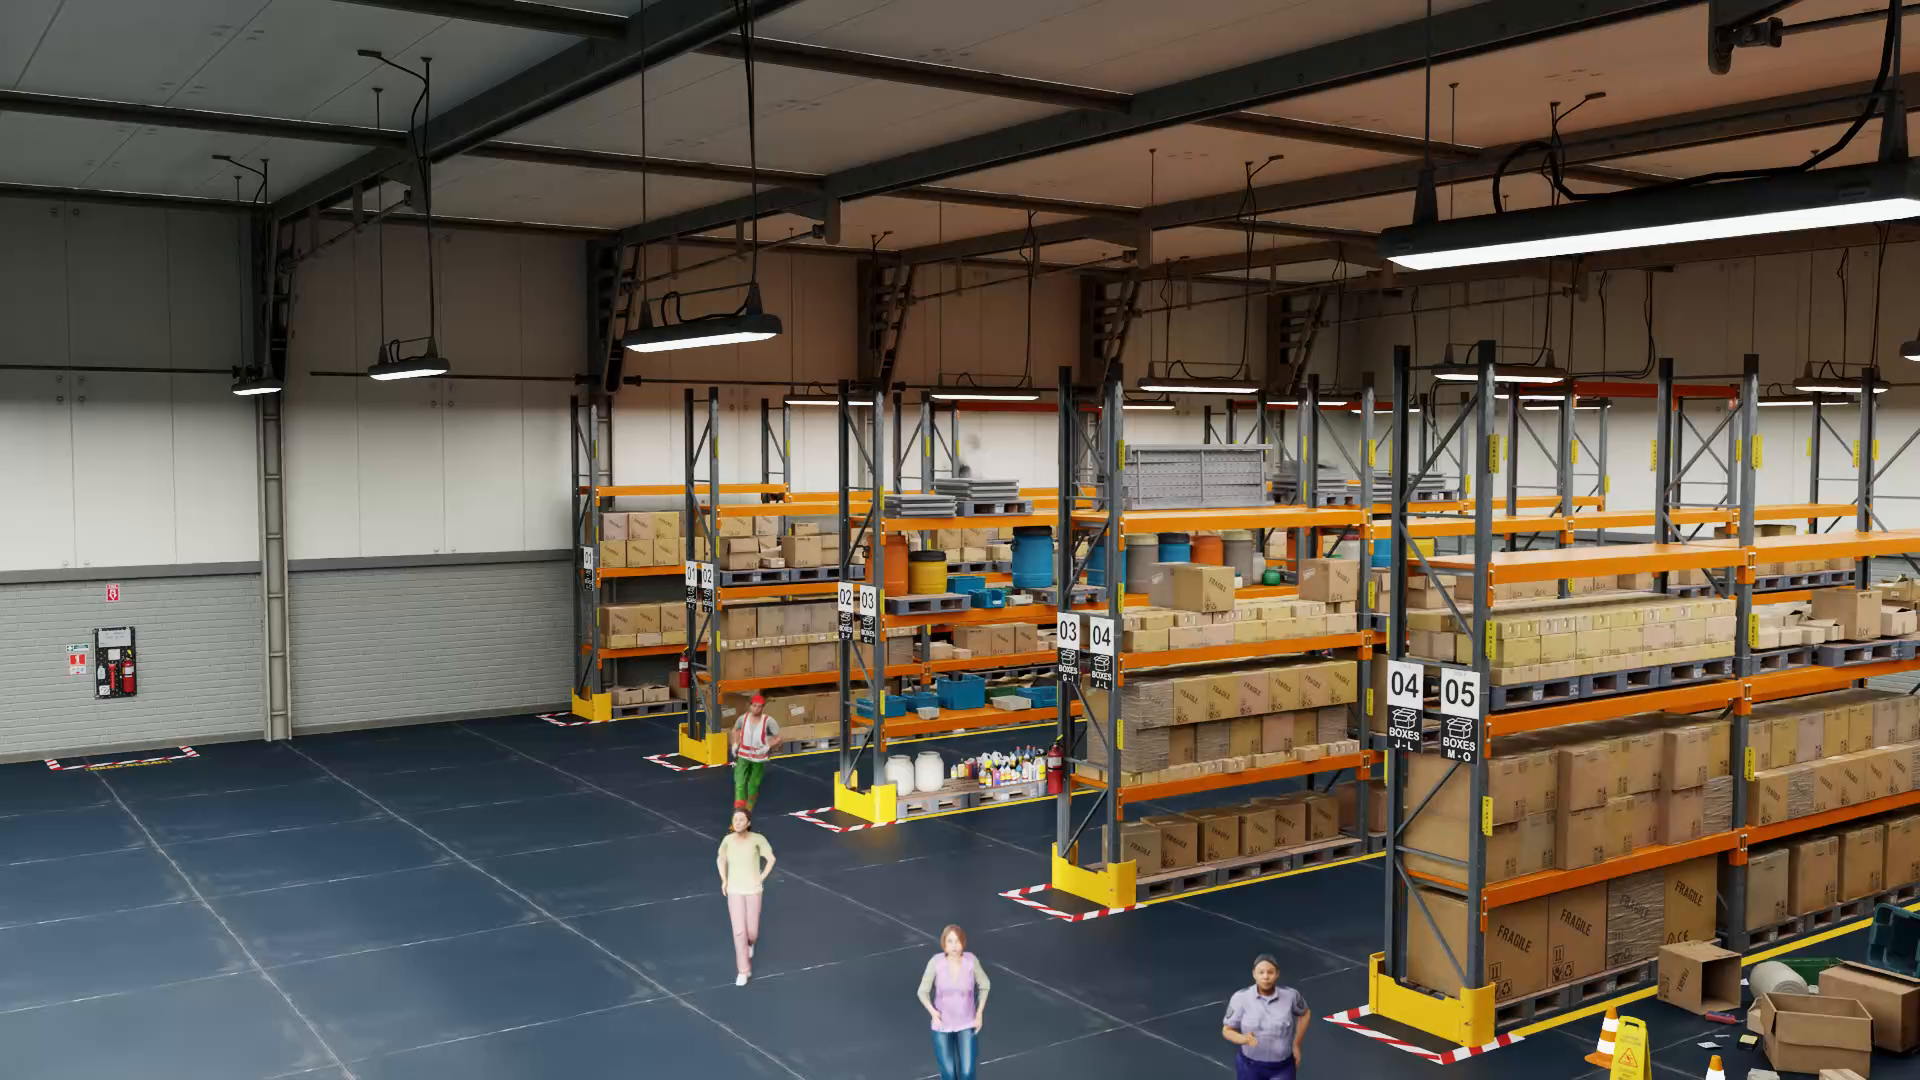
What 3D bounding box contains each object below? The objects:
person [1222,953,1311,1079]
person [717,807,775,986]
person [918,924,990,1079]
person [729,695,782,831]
[{"bbox_3d":[2.085,3.664,11.346,0.590,1.705,0.729,1,4,12],"label":"person"},{"bbox_3d":[-2.069,3.388,16.030,0.575,1.653,0.687,0,3,2],"label":"person"},{"bbox_3d":[-0.048,3.633,12.355,0.540,1.561,0.520,0,3,1],"label":"person"},{"bbox_3d":[-2.746,2.945,22.378,0.698,1.764,0.903,0,3,4],"label":"person"}]
